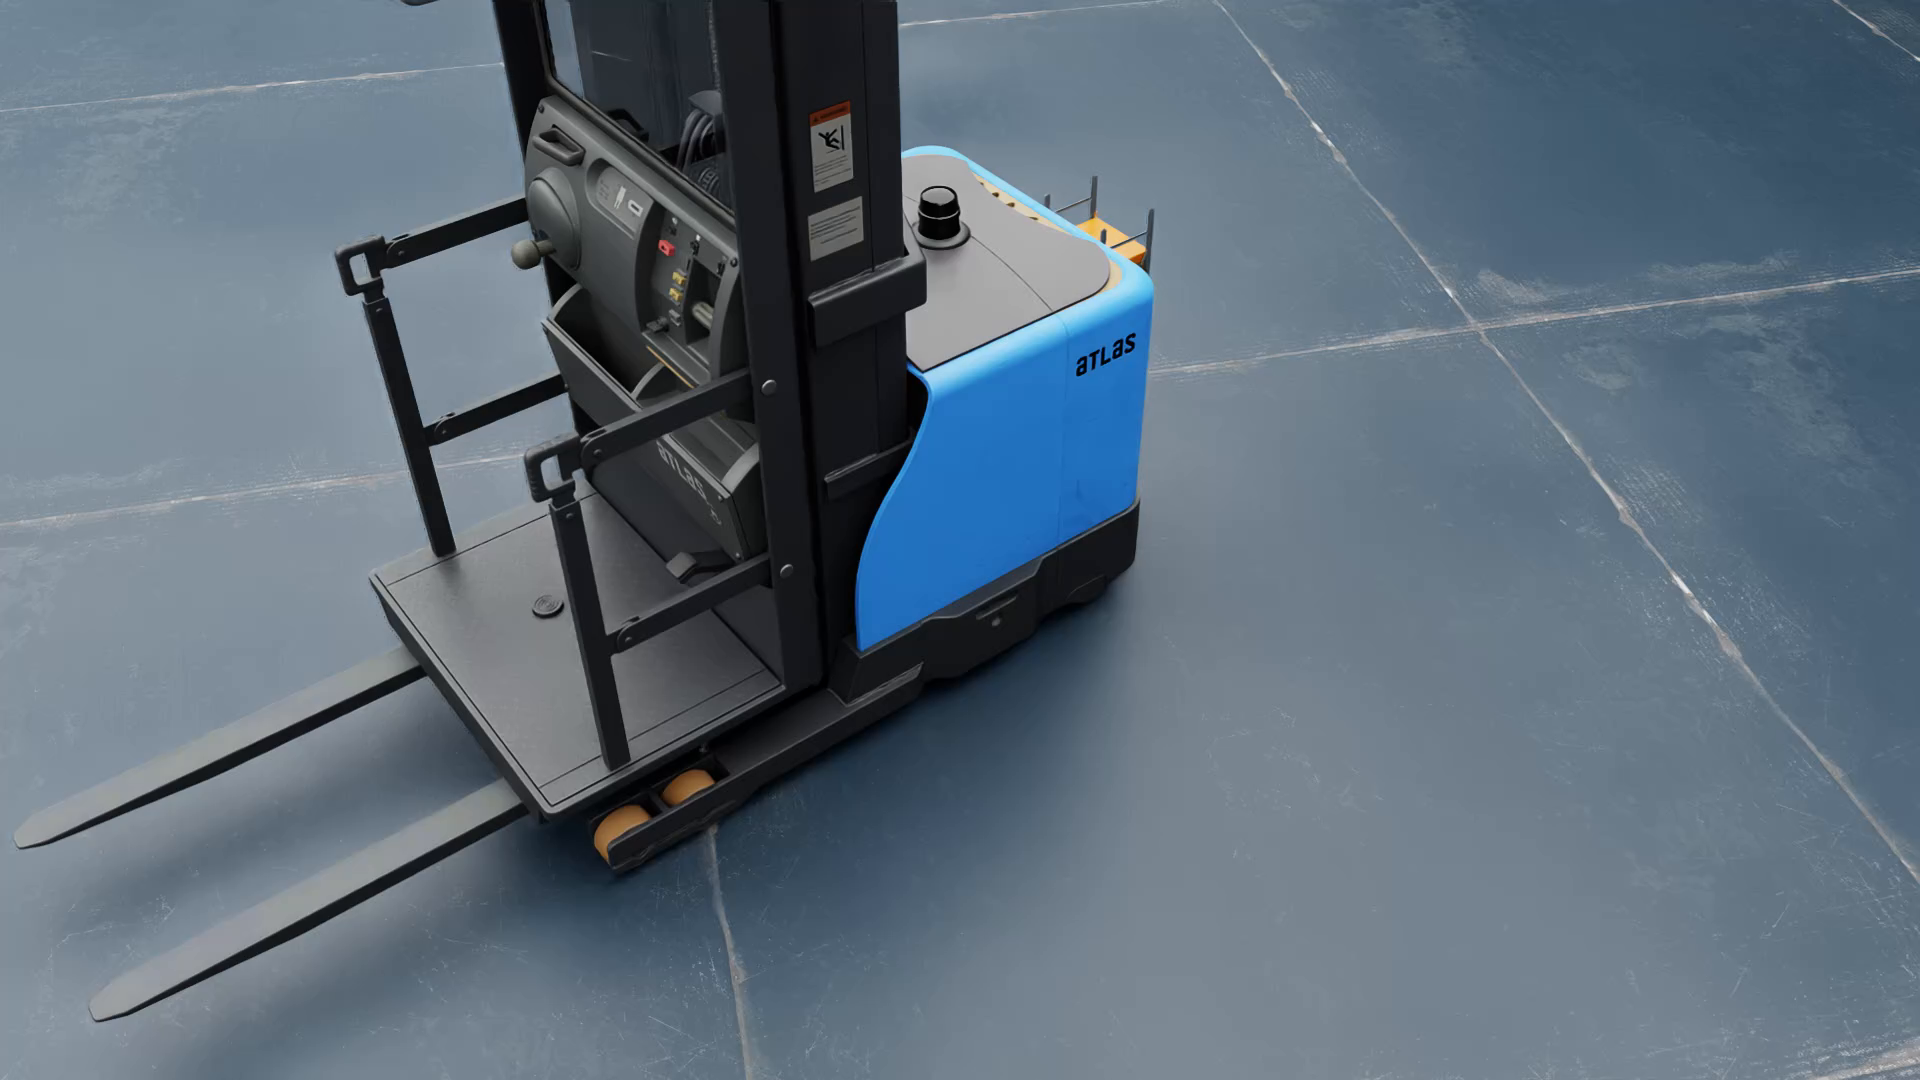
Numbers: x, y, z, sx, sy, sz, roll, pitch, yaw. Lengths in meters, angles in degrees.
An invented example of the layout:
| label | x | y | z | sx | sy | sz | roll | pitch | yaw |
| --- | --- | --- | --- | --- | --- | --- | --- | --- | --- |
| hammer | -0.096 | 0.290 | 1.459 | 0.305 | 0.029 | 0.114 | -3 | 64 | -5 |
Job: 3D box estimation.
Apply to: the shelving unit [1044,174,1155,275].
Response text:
| label | x | y | z | sx | sy | sz | roll | pitch | yaw |
| --- | --- | --- | --- | --- | --- | --- | --- | --- | --- |
| shelving unit | 0.399 | -0.575 | 5.107 | 0.215 | 1.050 | 0.252 | -27 | 48 | -27 |

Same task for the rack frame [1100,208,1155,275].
| label | x | y | z | sx | sy | sz | roll | pitch | yaw |
| --- | --- | --- | --- | --- | --- | --- | --- | --- | --- |
| rack frame | 0.474 | -0.511 | 5.035 | 0.200 | 1.050 | 0.008 | -27 | 48 | -27 |

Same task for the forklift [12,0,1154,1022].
| label | x | y | z | sx | sy | sz | roll | pitch | yaw |
| --- | --- | --- | --- | --- | --- | --- | --- | --- | --- |
| forklift | -0.937 | -0.647 | 3.771 | 3.031 | 2.935 | 1.130 | -27 | 48 | -27 |

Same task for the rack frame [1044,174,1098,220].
| label | x | y | z | sx | sy | sz | roll | pitch | yaw |
| --- | --- | --- | --- | --- | --- | --- | --- | --- | --- |
| rack frame | 0.324 | -0.639 | 5.179 | 0.200 | 1.050 | 0.008 | -27 | 48 | -27 |

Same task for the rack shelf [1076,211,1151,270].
| label | x | y | z | sx | sy | sz | roll | pitch | yaw |
| --- | --- | --- | --- | --- | --- | --- | --- | --- | --- |
| rack shelf | 0.399 | -0.780 | 4.926 | 0.215 | 0.259 | 0.240 | -27 | 48 | -27 |
